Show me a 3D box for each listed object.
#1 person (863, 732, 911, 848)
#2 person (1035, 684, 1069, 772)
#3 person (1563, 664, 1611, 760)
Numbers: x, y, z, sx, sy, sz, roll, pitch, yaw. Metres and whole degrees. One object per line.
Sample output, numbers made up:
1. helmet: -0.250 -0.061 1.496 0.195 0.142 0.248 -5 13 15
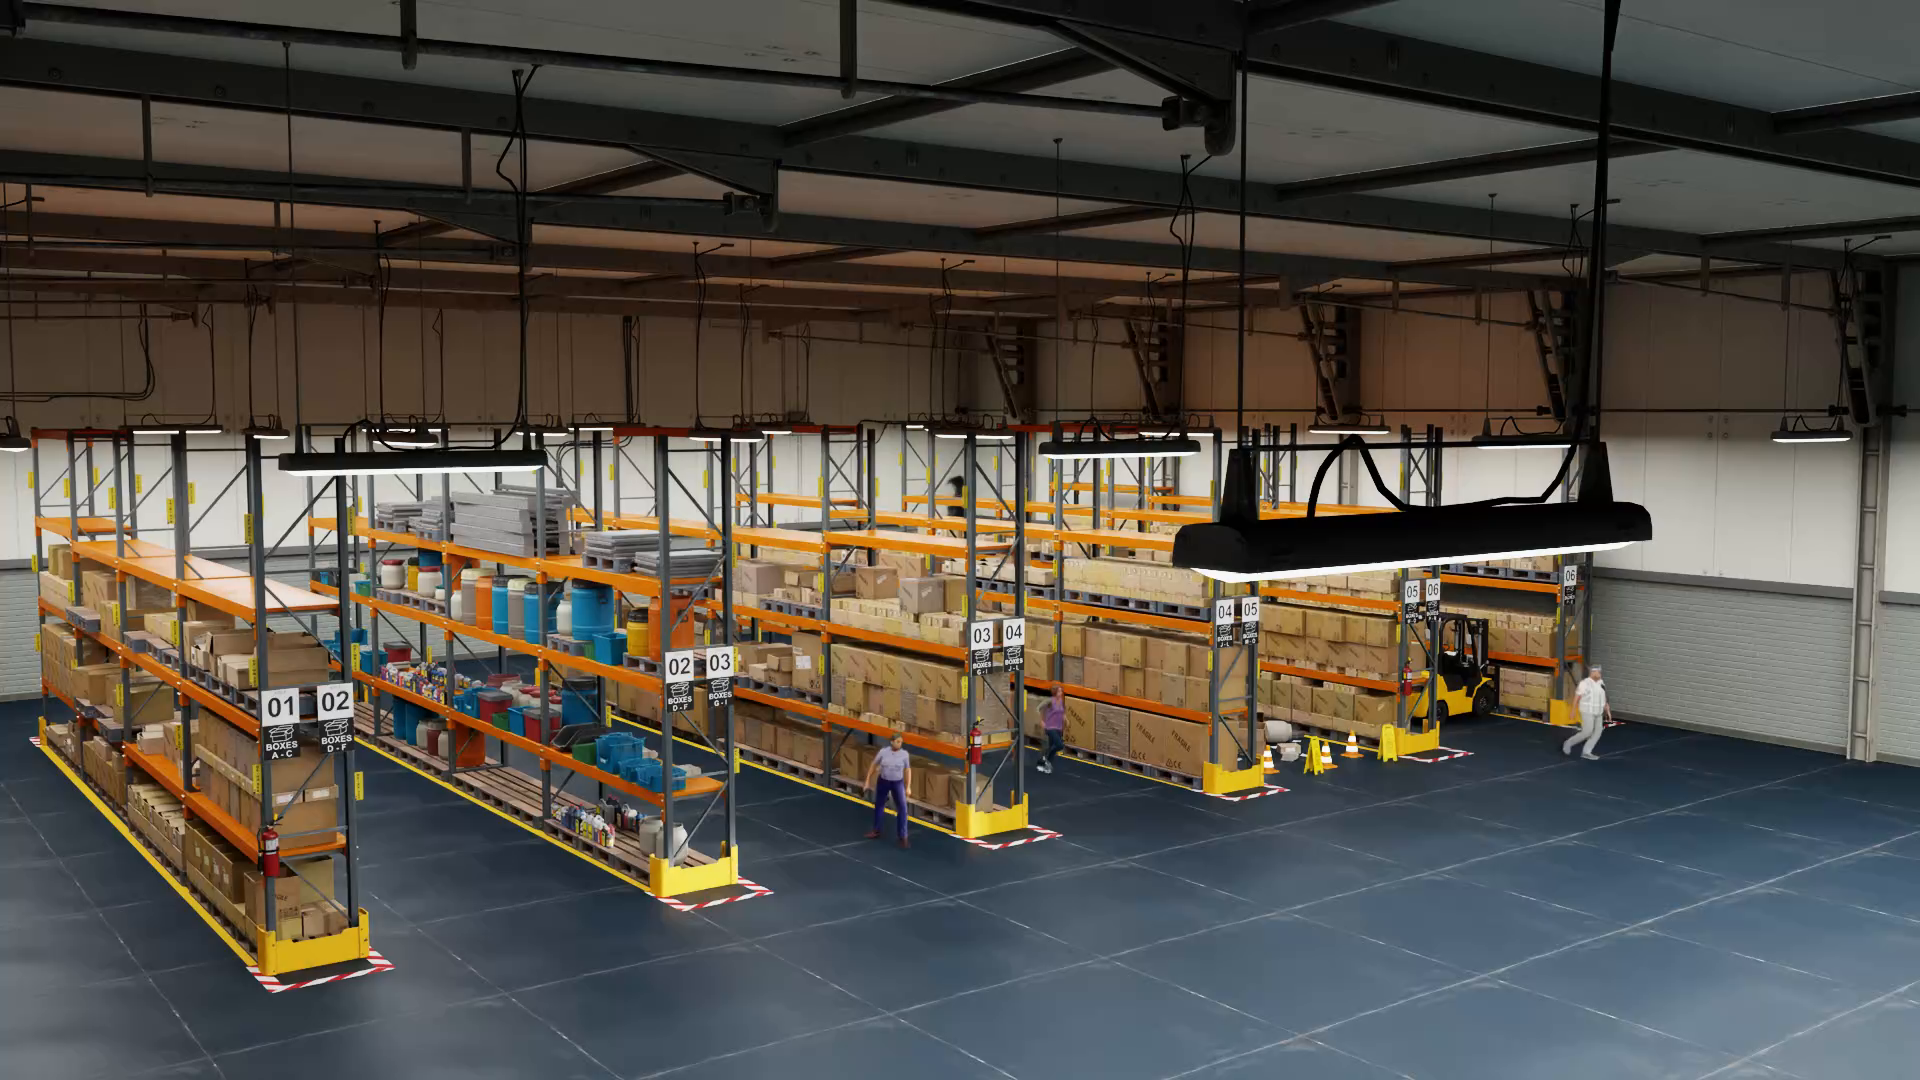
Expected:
1. person: -1.069 3.614 24.307 0.699 1.628 0.771 0 4 -6
2. person: 1.590 3.279 28.871 0.599 1.557 0.623 4 6 42
3. person: 11.339 3.104 30.099 0.781 1.731 0.590 -2 5 -28
